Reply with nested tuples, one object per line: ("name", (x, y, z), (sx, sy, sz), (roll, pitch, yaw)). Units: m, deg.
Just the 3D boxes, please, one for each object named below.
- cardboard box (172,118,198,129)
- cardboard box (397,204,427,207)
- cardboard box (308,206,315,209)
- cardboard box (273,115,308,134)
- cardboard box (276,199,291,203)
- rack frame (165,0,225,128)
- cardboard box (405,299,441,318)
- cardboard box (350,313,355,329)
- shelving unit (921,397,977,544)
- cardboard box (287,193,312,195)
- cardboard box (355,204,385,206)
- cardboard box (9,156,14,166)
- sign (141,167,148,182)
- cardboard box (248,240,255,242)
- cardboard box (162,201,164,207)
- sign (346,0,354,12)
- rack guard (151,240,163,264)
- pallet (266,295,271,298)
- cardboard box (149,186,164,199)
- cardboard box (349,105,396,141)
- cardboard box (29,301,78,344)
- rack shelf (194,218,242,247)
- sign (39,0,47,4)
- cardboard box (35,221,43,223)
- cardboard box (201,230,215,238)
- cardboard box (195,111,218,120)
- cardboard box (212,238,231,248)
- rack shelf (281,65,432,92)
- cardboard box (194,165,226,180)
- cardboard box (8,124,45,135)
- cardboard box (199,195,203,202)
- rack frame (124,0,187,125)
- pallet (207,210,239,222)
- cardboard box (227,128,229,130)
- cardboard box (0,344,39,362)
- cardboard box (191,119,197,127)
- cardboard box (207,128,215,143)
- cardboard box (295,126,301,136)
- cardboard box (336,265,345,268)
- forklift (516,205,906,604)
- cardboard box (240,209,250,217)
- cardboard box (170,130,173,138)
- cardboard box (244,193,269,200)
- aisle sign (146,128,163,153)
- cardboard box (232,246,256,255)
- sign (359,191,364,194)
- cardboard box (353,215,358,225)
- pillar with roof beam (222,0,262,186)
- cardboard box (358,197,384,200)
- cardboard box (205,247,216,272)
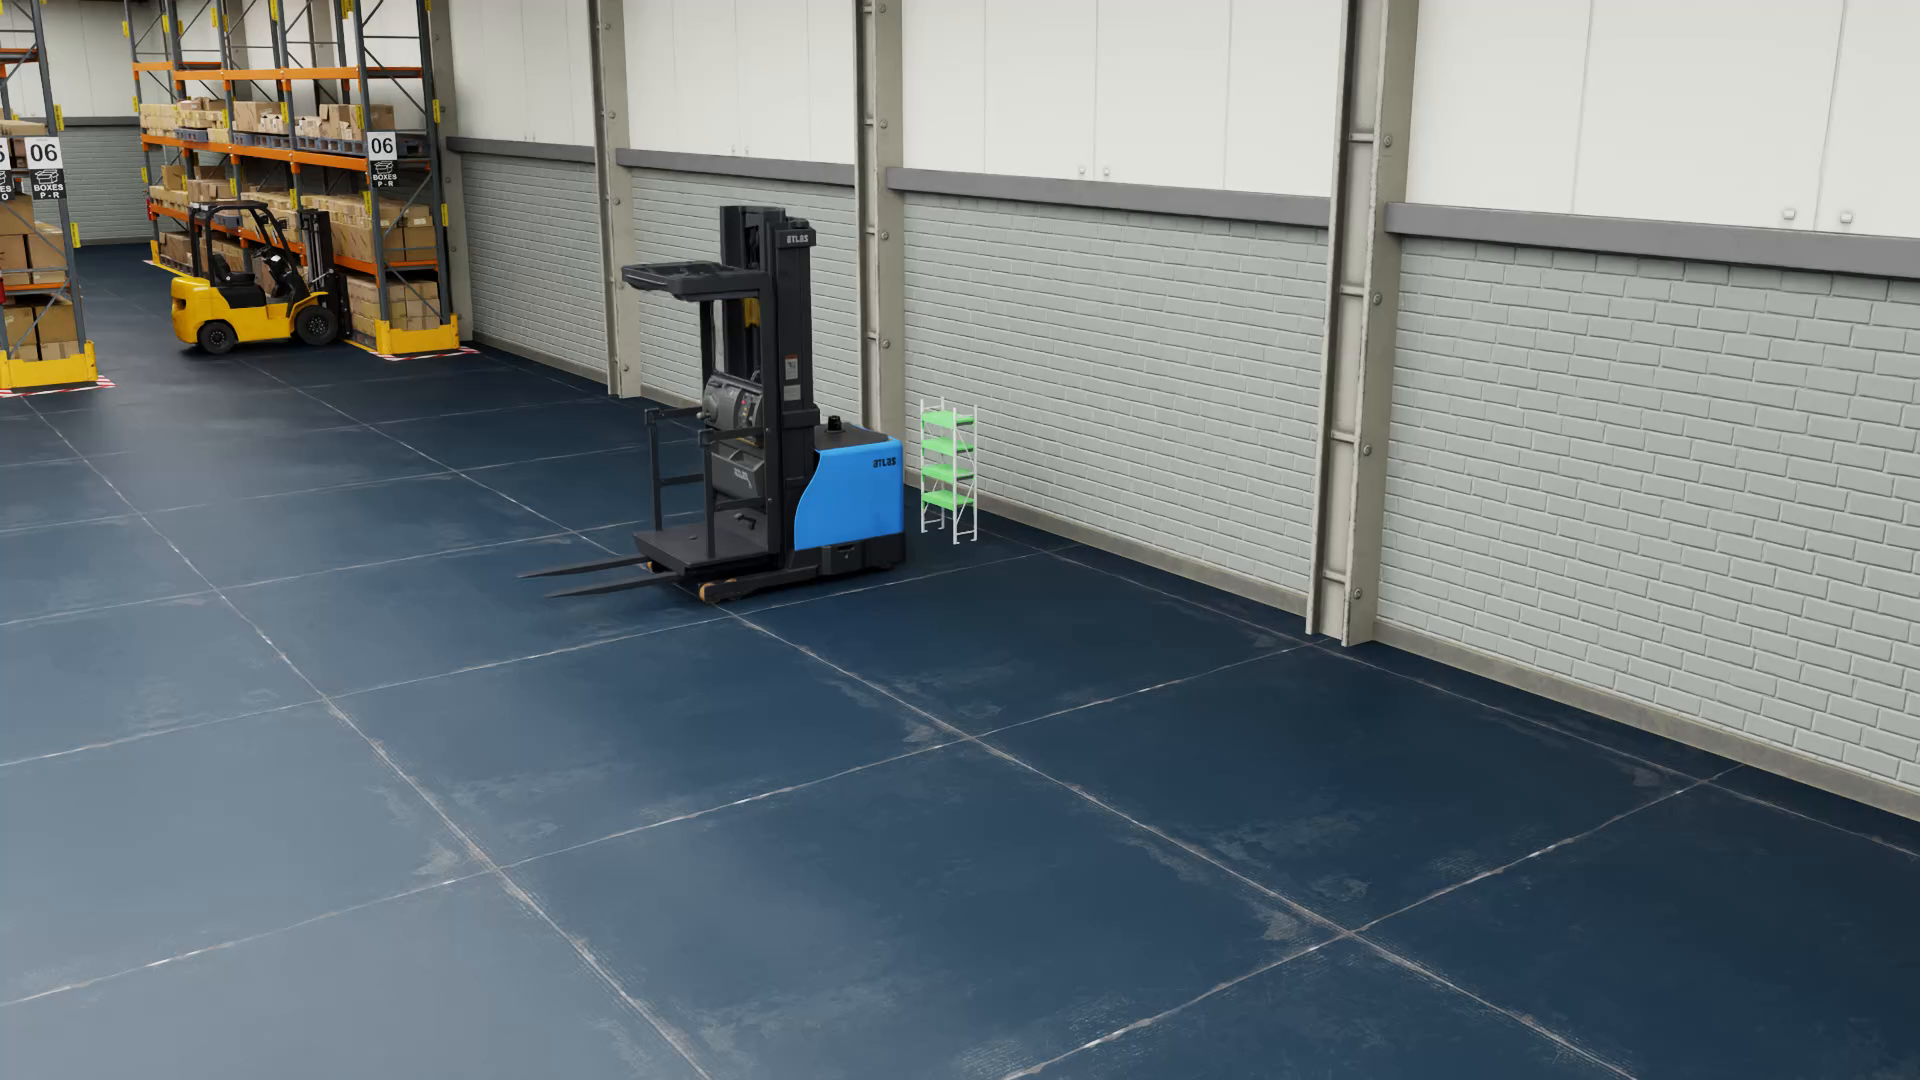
("cardboard box", (-15.692, -8.453, 33.818), (0.500, 0.250, 0.500), (-11, 19, -34))
("cardboard box", (-8.281, -4.985, 25.125), (0.380, 0.149, 0.250), (-10, 18, -33))
("cardboard box", (-10.374, -5.360, 27.060), (0.380, 0.149, 0.250), (-10, 18, -33))
("cardboard box", (-11.125, -6.934, 27.731), (0.500, 0.311, 0.500), (-12, 19, -36))
("cardboard box", (-11.516, -5.776, 28.581), (0.380, 0.149, 0.250), (-11, 19, -36))
("rack frame", (-15.206, -9.765, 33.207), (1.000, 3.000, 0.127), (-11, 19, -35))
("cardboard box", (-8.259, -3.559, 25.363), (0.500, 0.250, 0.500), (-10, 18, -34))
("cardboard box", (-9.254, -3.452, 25.921), (0.500, 0.250, 0.500), (-11, 19, -34))
("shelving unit", (-0.097, -0.614, 14.547), (0.258, 1.200, 0.503), (-11, 19, -35))
("cardboard box", (-11.951, -6.195, 30.111), (0.380, 0.149, 0.250), (-11, 19, -36))
("cardboard box", (-8.964, -5.021, 25.259), (0.380, 0.149, 0.250), (-11, 19, -34))
("cardboard box", (-12.616, -5.138, 22.459), (0.380, 0.149, 0.250), (-11, 19, -35))
("sign", (-17.997, -8.059, 36.698), (0.100, 0.325, 0.005), (-11, 19, -35))
("cardboard box", (-13.961, -5.877, 33.079), (0.380, 0.149, 0.250), (-11, 19, -34))
("cardboard box", (-17.118, -7.330, 36.152), (0.380, 0.149, 0.250), (-10, 18, -33))
("sign", (-8.598, -7.610, 23.415), (0.100, 0.325, 0.005), (-11, 19, -35))
("rack guard", (-17.513, -6.503, 37.391), (1.175, 0.500, 0.348), (-11, 19, -35))
("pallet", (-11.688, -4.230, 29.631), (1.003, 0.211, 1.213), (-11, 19, -35))
("cardboard box", (-17.509, -7.658, 36.594), (0.500, 0.250, 0.500), (-11, 19, -34))
("cardboard box", (-8.608, -6.111, 24.366), (0.500, 0.500, 0.500), (-10, 18, -33))
("cardboard box", (-12.428, -2.996, 22.832), (0.500, 0.500, 0.500), (-12, 19, -36))
("rack shelf", (-14.030, -6.097, 32.534), (1.077, 0.370, 4.000), (-11, 19, -35))
("sign", (-11.724, -7.004, 21.201), (0.100, 0.325, 0.005), (-11, 19, -35))
("cardboard box", (-13.436, -4.308, 23.882), (0.500, 0.500, 0.500), (-10, 18, -33))
("cardboard box", (-15.161, -6.216, 33.752), (0.380, 0.149, 0.250), (-11, 19, -35))
("cardboard box", (-14.432, -8.140, 31.879), (0.380, 0.149, 0.250), (-11, 19, -34))
("cardboard box", (-14.825, -5.963, 33.391), (0.380, 0.149, 0.250), (-12, 19, -37))
("rack shelf", (-9.326, -7.090, 25.553), (1.077, 0.370, 4.000), (-11, 19, -35))
("cardboard box", (-15.866, -7.663, 35.193), (0.500, 0.500, 0.500), (-11, 19, -36))
("cardboard box", (-12.207, -5.355, 21.744), (0.380, 0.149, 0.250), (-11, 19, -35))
("cardboard box", (-14.700, -6.653, 32.660), (0.396, 0.266, 0.258), (-10, 18, -32))
("rack frame", (-17.558, -10.619, 36.328), (1.000, 3.000, 0.127), (-11, 19, -35))
("pallet", (-14.001, -6.339, 32.418), (1.003, 0.211, 1.213), (-11, 19, -35))
("cardboard box", (-13.257, -7.622, 30.590), (0.380, 0.149, 0.250), (-10, 18, -33))
("cardboard box", (-12.870, -2.550, 22.623), (0.500, 0.250, 0.500), (-11, 19, -35))
("cardboard box", (-14.608, -8.049, 32.110), (0.380, 0.149, 0.250), (-10, 18, -33))
("cardboard box", (-13.943, -7.677, 31.547), (0.500, 0.250, 0.500), (-11, 19, -35))
("cardboard box", (-10.484, -6.596, 26.804), (0.380, 0.149, 0.250), (-10, 18, -33))
("cardboard box", (-10.056, -4.446, 27.659), (0.500, 0.250, 0.500), (-10, 18, -33))
("forklift", (-1.958, -1.077, 12.959), (3.031, 2.935, 1.130), (-10, 18, -32))
("cardboard box", (-12.811, -6.049, 30.333), (0.500, 0.250, 0.500), (-11, 19, -35))
("cardboard box", (-16.089, -8.392, 34.351), (0.380, 0.149, 0.250), (-11, 19, -35))
("cardboard box", (-12.747, -6.208, 30.156), (0.380, 0.149, 0.250), (-10, 18, -33))
("aisle sign", (-17.836, -8.948, 36.663), (0.394, 0.787, 0.004), (-11, 19, -35))
("cardboard box", (-13.654, -5.510, 31.735), (0.380, 0.149, 0.250), (-12, 19, -36))
("sign", (-10.054, -5.705, 27.949), (0.100, 0.325, 0.005), (-11, 19, -35))
("cardboard box", (-8.995, -4.870, 25.269), (0.380, 0.149, 0.250), (-11, 19, -35))
("pillar with roof beam", (-18.369, -9.385, 31.820), (9.100, 9.000, 0.400), (-11, 19, -35))
("cardboard box", (-9.456, -5.430, 26.750), (0.380, 0.149, 0.250), (-11, 19, -35))
("cardboard box", (-14.783, -5.618, 33.359), (0.500, 0.500, 0.500), (-11, 19, -35))
